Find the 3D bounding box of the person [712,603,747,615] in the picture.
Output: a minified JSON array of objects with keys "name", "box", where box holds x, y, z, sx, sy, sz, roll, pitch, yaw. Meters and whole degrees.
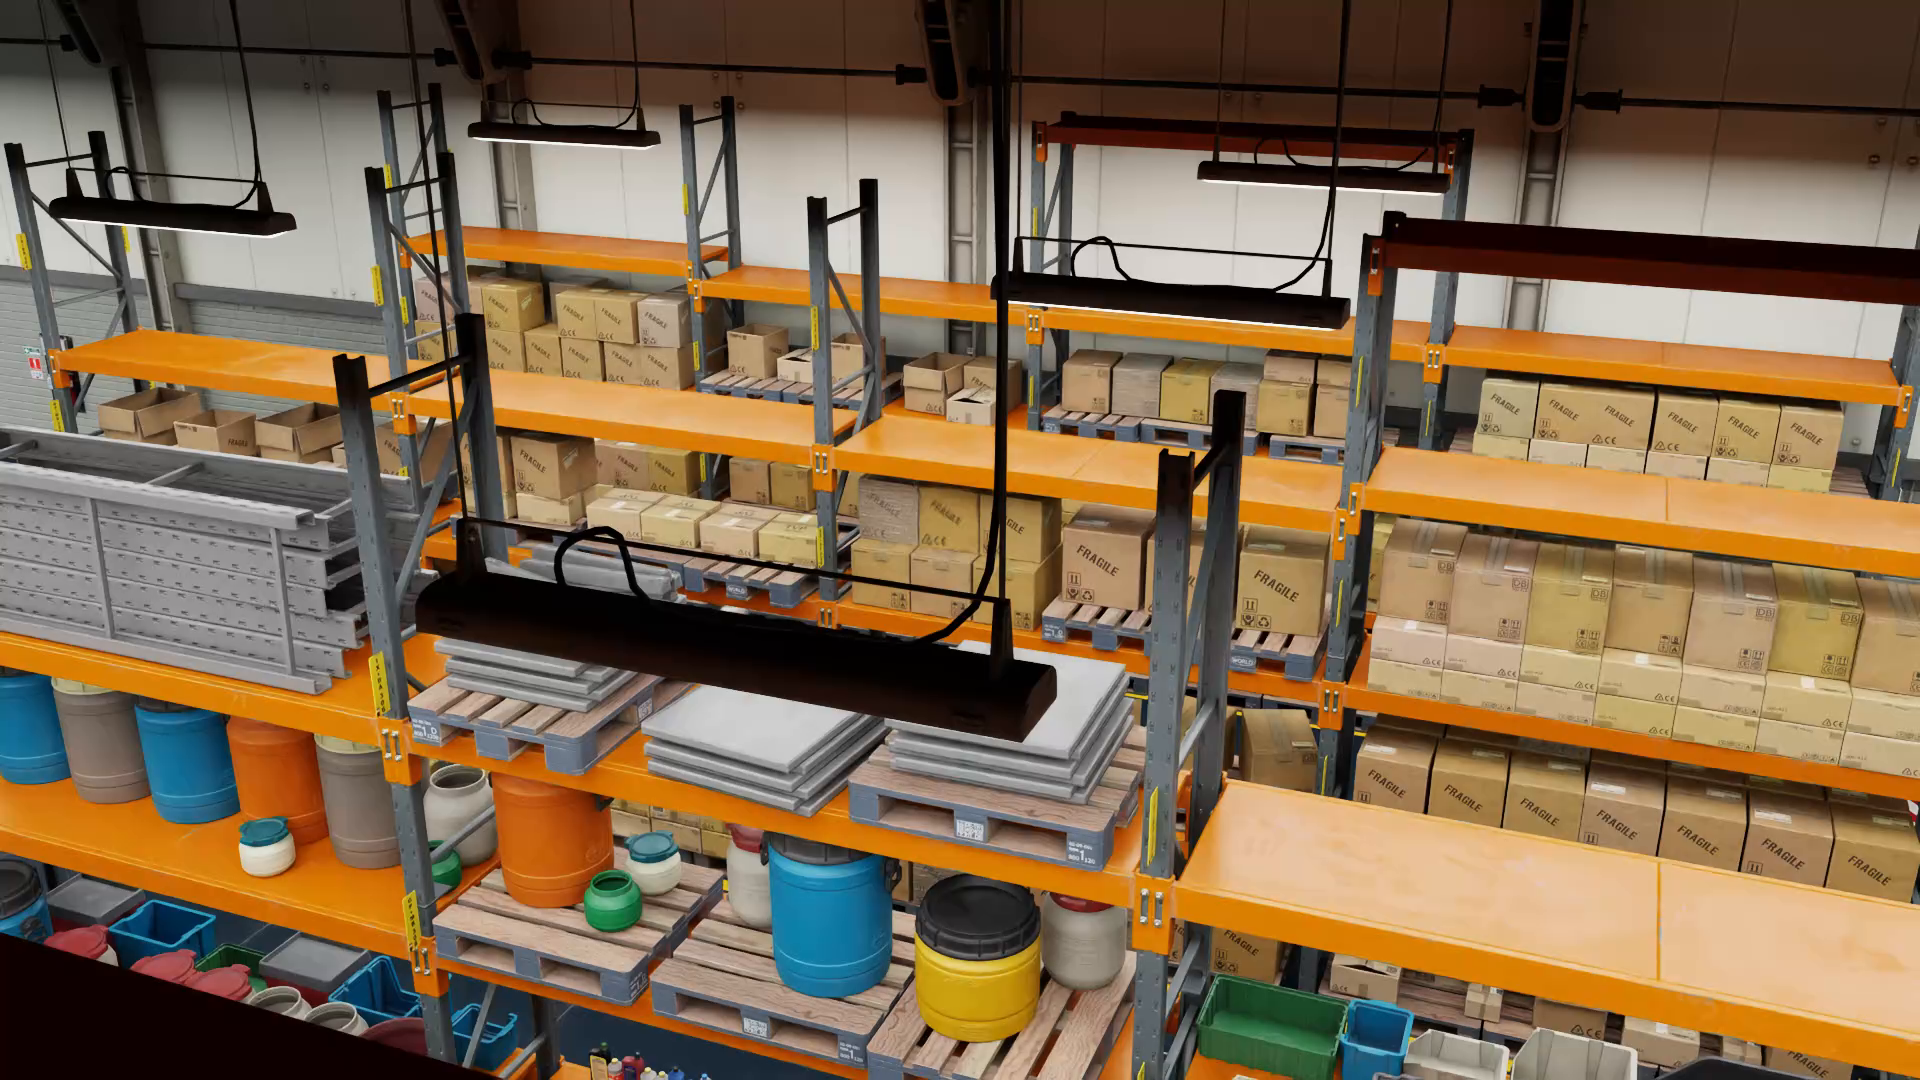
[{"name":"person","box":[-2.203,1.224,16.725,0.688,1.767,0.628,3,21,7]}]
